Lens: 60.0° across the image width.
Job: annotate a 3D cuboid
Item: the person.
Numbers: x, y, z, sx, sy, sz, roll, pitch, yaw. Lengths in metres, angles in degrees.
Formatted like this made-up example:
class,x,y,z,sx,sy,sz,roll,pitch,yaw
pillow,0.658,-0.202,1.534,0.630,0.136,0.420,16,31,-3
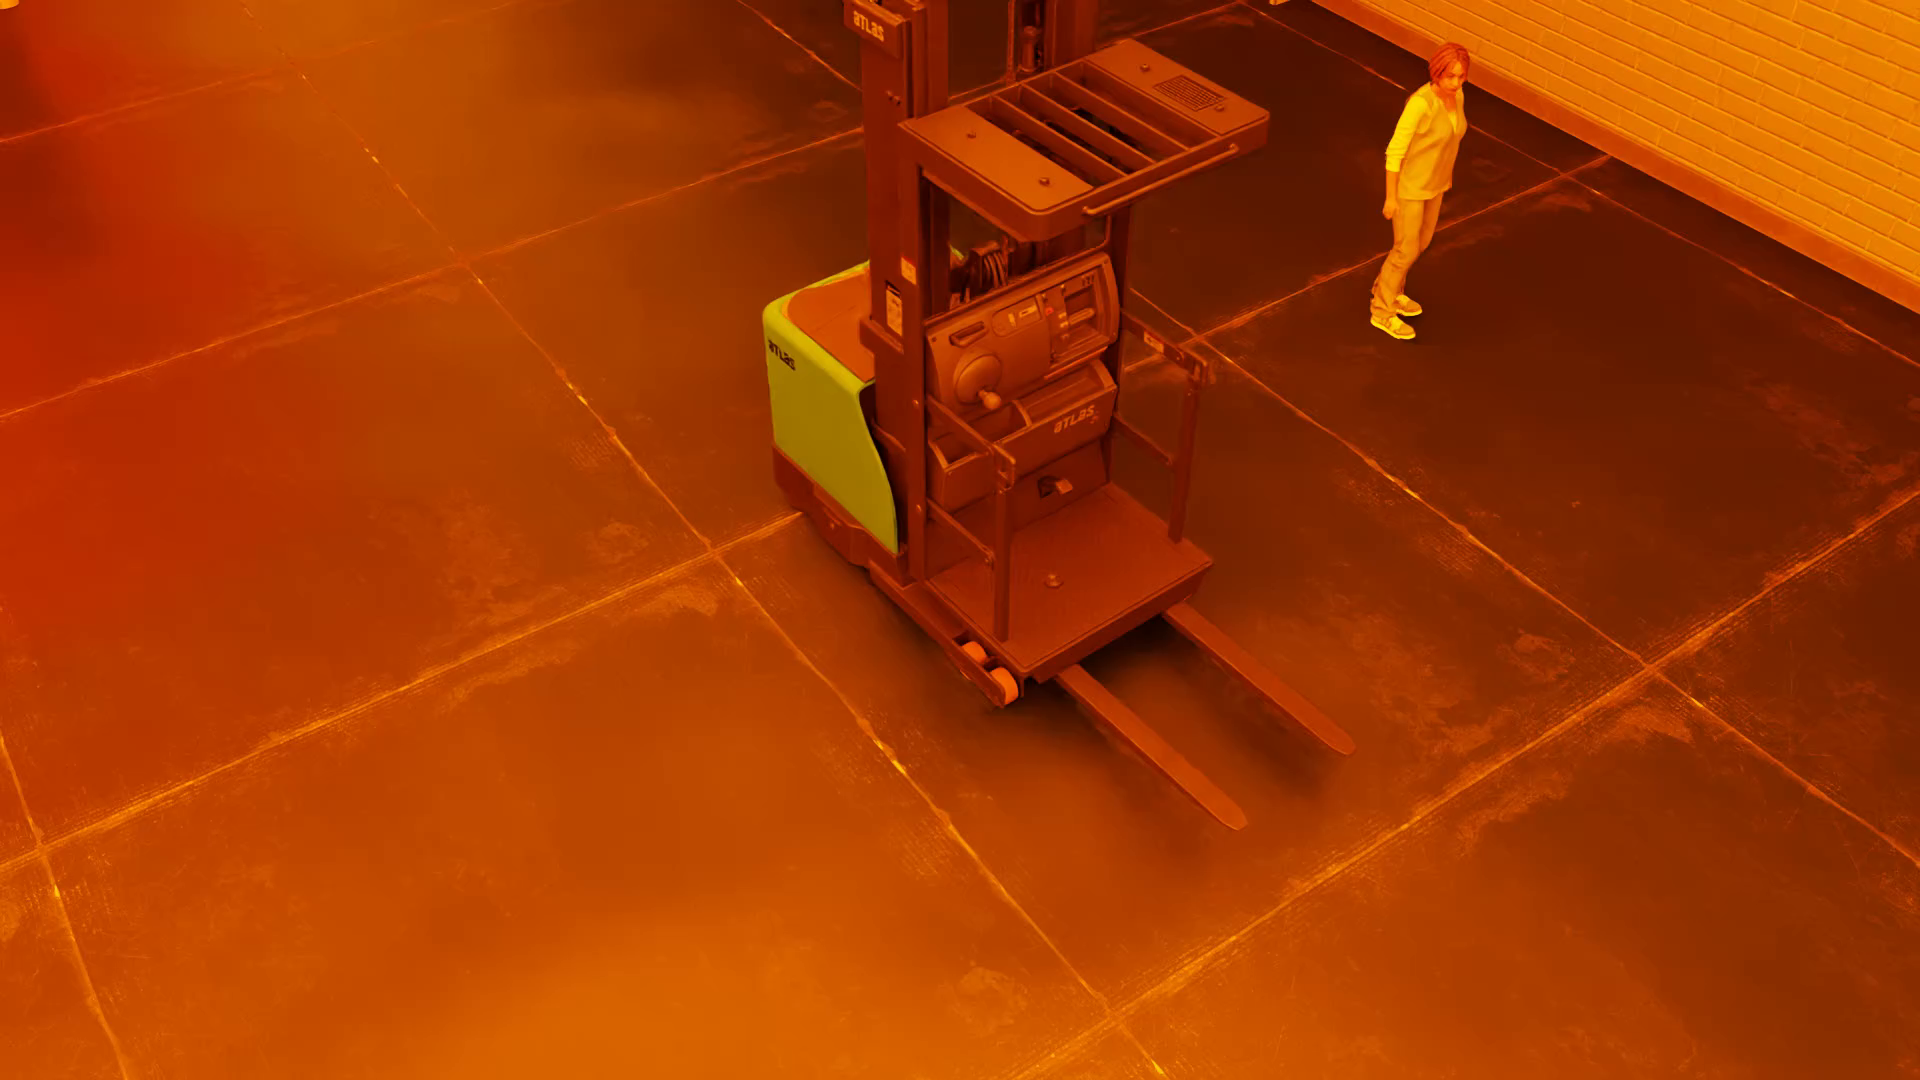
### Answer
class,x,y,z,sx,sy,sz,roll,pitch,yaw
person,2.413,-1.819,8.677,0.382,1.596,0.546,32,52,30

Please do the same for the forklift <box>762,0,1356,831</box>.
class,x,y,z,sx,sy,sz,roll,pitch,yaw
forklift,0.396,-0.752,6.532,1.130,2.935,3.031,-28,49,-27
